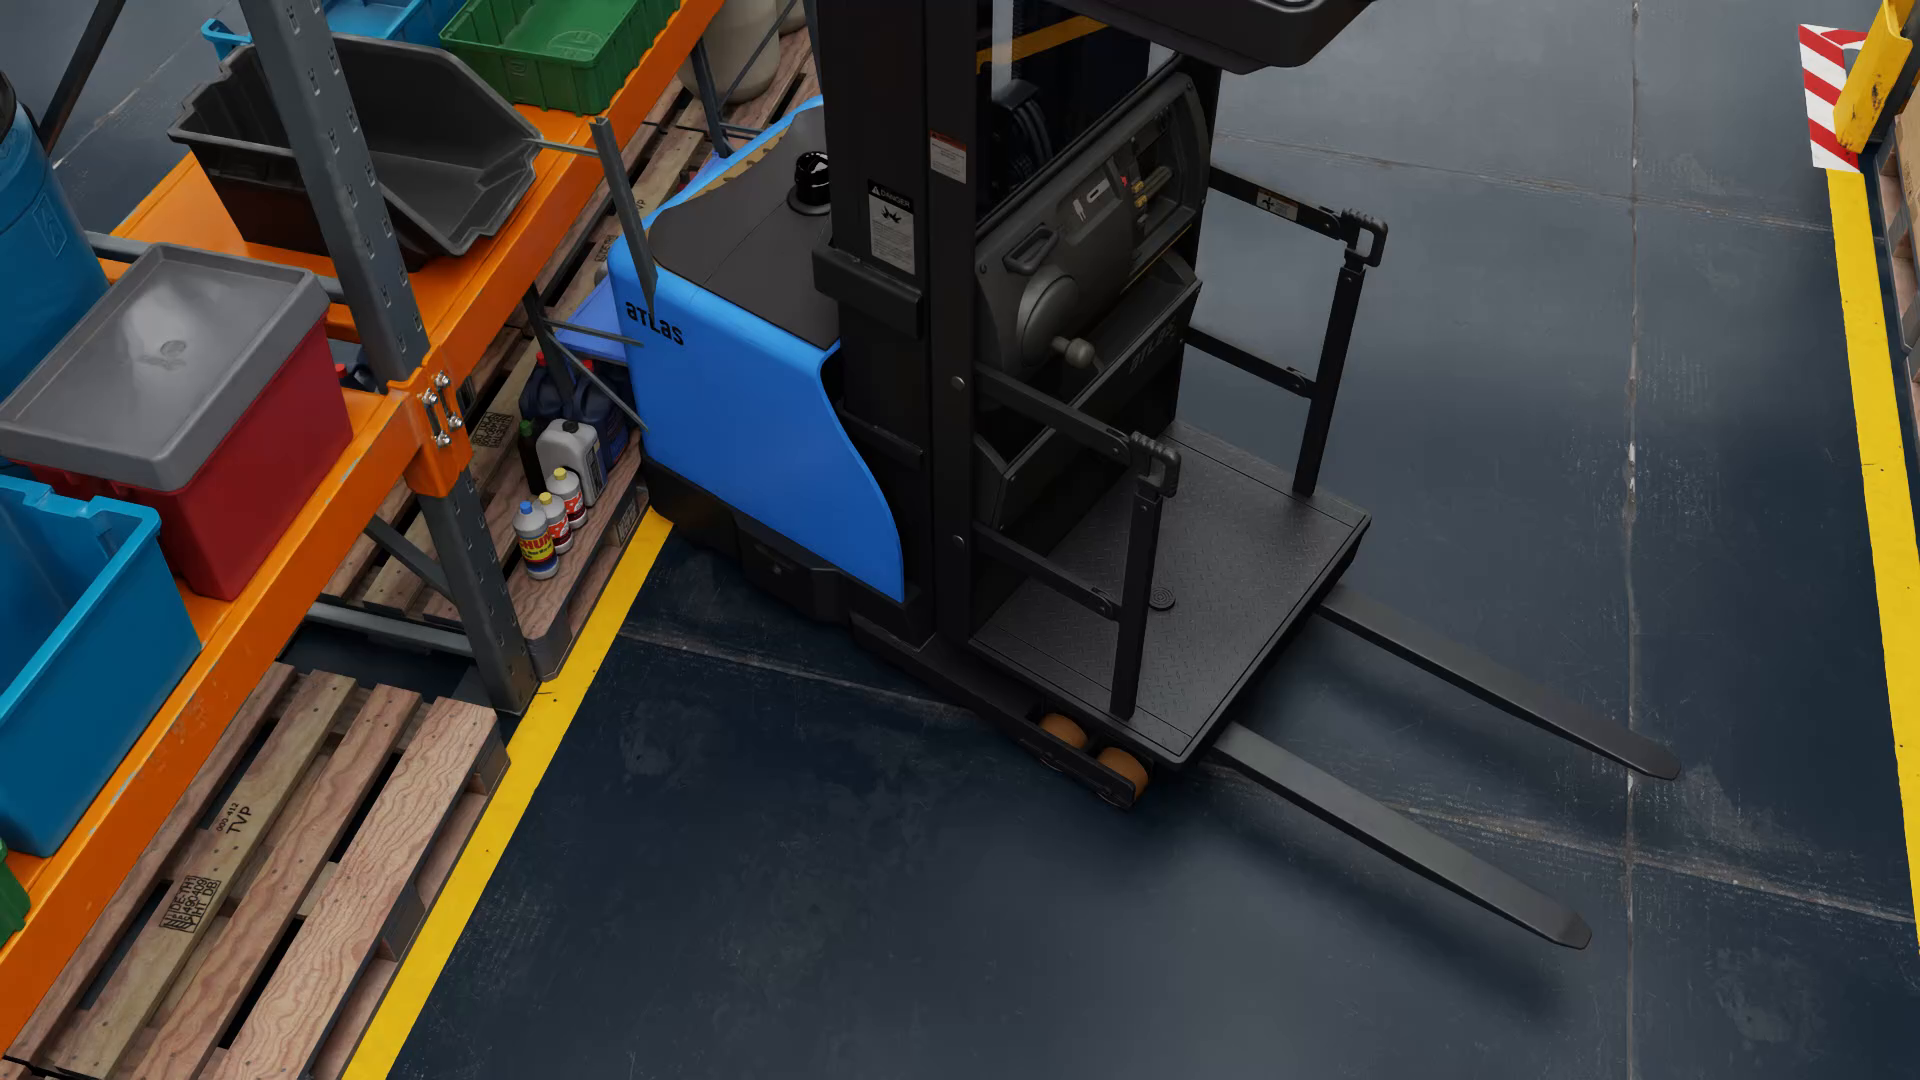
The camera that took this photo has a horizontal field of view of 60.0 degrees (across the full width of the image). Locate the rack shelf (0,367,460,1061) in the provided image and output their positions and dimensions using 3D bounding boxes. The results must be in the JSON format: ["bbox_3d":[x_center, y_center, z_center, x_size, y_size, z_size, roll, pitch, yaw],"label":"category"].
[{"bbox_3d":[-2.258,1.062,2.792,1.077,0.370,4.000,12,50,10],"label":"rack shelf"}]

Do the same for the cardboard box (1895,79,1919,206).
[{"bbox_3d":[3.744,-1.421,6.057,0.500,0.250,0.500,12,50,10],"label":"cardboard box"}]

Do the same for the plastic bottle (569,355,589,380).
[{"bbox_3d":[-1.197,-0.496,5.213,0.097,0.271,0.097,0,49,0],"label":"plastic bottle"}]

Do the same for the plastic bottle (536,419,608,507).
[{"bbox_3d":[-1.166,-0.250,4.993,0.152,0.276,0.135,13,50,11],"label":"plastic bottle"}]

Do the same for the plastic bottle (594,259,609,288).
[{"bbox_3d":[-1.106,-0.824,5.500,0.152,0.276,0.135,12,50,10],"label":"plastic bottle"}]

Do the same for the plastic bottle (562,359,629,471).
[{"bbox_3d":[-1.118,-0.393,5.070,0.144,0.351,0.185,13,50,11],"label":"plastic bottle"}]

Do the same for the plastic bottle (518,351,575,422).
[{"bbox_3d":[-1.258,-0.422,5.095,0.144,0.351,0.185,12,50,10],"label":"plastic bottle"}]

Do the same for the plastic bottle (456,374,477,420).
[{"bbox_3d":[-1.640,-0.517,5.229,0.152,0.276,0.135,12,50,10],"label":"plastic bottle"}]

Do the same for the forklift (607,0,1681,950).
[{"bbox_3d":[0.503,-0.693,3.907,3.031,2.935,1.130,29,55,23],"label":"forklift"}]

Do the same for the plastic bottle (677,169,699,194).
[{"bbox_3d":[-0.935,-1.191,5.819,0.061,0.283,0.133,12,50,10],"label":"plastic bottle"}]

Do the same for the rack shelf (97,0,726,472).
[{"bbox_3d":[-1.205,-1.831,5.345,1.077,0.370,4.000,12,50,10],"label":"rack shelf"}]

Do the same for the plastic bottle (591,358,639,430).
[{"bbox_3d":[-1.069,-0.530,5.190,0.144,0.351,0.185,10,49,8],"label":"plastic bottle"}]

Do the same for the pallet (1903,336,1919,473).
[{"bbox_3d":[3.615,-0.172,5.261,1.003,0.211,1.213,12,50,10],"label":"pallet"}]

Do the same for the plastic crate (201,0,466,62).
[{"bbox_3d":[-1.702,-1.427,4.608,0.499,0.251,0.616,12,50,10],"label":"plastic crate"}]

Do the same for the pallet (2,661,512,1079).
[{"bbox_3d":[-1.900,0.876,4.336,1.003,0.211,1.213,12,50,10],"label":"pallet"}]

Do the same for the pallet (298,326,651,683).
[{"bbox_3d":[-1.514,-0.177,5.266,1.003,0.211,1.213,12,50,10],"label":"pallet"}]

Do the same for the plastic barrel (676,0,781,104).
[{"bbox_3d":[-0.910,-1.978,6.374,0.421,0.512,0.421,0,49,0],"label":"plastic barrel"}]

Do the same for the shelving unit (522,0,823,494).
[{"bbox_3d":[-0.795,-0.933,5.011,0.538,1.500,1.048,15,51,21],"label":"shelving unit"}]

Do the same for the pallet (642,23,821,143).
[{"bbox_3d":[-0.872,-1.942,6.823,1.003,0.211,1.213,12,50,10],"label":"pallet"}]

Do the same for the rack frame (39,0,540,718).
[{"bbox_3d":[-1.731,-0.622,3.799,1.000,3.000,0.127,12,50,10],"label":"rack frame"}]

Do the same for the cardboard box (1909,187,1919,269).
[{"bbox_3d":[3.615,-1.058,5.737,0.500,0.250,0.500,12,50,10],"label":"cardboard box"}]

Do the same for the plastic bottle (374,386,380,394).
[{"bbox_3d":[-1.701,-0.386,5.063,0.144,0.351,0.185,12,50,10],"label":"plastic bottle"}]

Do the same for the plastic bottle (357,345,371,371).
[{"bbox_3d":[-1.789,-0.553,5.211,0.144,0.351,0.185,9,49,8],"label":"plastic bottle"}]

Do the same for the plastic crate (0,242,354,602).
[{"bbox_3d":[-1.563,-0.233,3.412,0.402,0.464,0.583,12,50,10],"label":"plastic crate"}]

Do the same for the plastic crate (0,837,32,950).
[{"bbox_3d":[-1.917,0.763,2.717,0.450,0.188,0.662,12,50,10],"label":"plastic crate"}]

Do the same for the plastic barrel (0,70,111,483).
[{"bbox_3d":[-2.125,-0.569,3.417,0.600,0.901,0.708,12,50,10],"label":"plastic barrel"}]

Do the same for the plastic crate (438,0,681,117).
[{"bbox_3d":[-1.102,-1.479,4.696,0.450,0.188,0.662,12,50,10],"label":"plastic crate"}]

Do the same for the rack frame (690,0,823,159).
[{"bbox_3d":[-0.582,-1.288,5.307,0.500,1.500,0.032,15,51,21],"label":"rack frame"}]

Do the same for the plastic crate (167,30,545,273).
[{"bbox_3d":[-1.471,-0.955,4.134,0.767,0.338,0.504,12,50,10],"label":"plastic crate"}]

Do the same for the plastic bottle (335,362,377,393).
[{"bbox_3d":[-1.840,-0.414,5.088,0.144,0.351,0.185,10,49,9],"label":"plastic bottle"}]

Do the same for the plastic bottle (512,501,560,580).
[{"bbox_3d":[-1.224,-0.009,4.784,0.097,0.271,0.097,0,49,0],"label":"plastic bottle"}]

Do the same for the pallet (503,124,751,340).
[{"bbox_3d":[-1.195,-1.063,6.047,1.003,0.211,1.213,12,50,10],"label":"pallet"}]

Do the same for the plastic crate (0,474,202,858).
[{"bbox_3d":[-1.721,0.242,3.046,0.392,0.384,0.575,12,50,10],"label":"plastic crate"}]

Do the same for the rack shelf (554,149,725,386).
[{"bbox_3d":[-0.775,-0.812,5.142,0.538,0.185,1.000,15,51,21],"label":"rack shelf"}]

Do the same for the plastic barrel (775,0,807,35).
[{"bbox_3d":[-0.778,-2.340,6.694,0.421,0.512,0.421,0,49,0],"label":"plastic barrel"}]

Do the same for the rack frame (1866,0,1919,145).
[{"bbox_3d":[4.099,-2.536,5.487,1.000,3.000,0.127,12,50,10],"label":"rack frame"}]

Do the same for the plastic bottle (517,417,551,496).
[{"bbox_3d":[-1.269,-0.273,5.009,0.061,0.283,0.133,12,50,10],"label":"plastic bottle"}]

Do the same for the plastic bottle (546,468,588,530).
[{"bbox_3d":[-1.171,-0.133,4.940,0.097,0.201,0.097,0,49,0],"label":"plastic bottle"}]

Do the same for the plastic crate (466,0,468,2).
[{"bbox_3d":[-1.548,-1.760,4.978,0.530,0.136,0.437,12,50,10],"label":"plastic crate"}]

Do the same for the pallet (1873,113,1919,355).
[{"bbox_3d":[3.938,-1.051,6.037,1.003,0.211,1.213,12,50,10],"label":"pallet"}]

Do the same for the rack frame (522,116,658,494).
[{"bbox_3d":[-1.008,-0.579,4.716,0.500,1.500,0.032,15,51,21],"label":"rack frame"}]

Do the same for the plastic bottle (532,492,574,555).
[{"bbox_3d":[-1.198,-0.060,4.875,0.097,0.201,0.097,0,49,0],"label":"plastic bottle"}]

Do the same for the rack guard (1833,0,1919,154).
[{"bbox_3d":[4.106,-1.726,6.440,1.175,0.500,0.348,12,50,10],"label":"rack guard"}]
